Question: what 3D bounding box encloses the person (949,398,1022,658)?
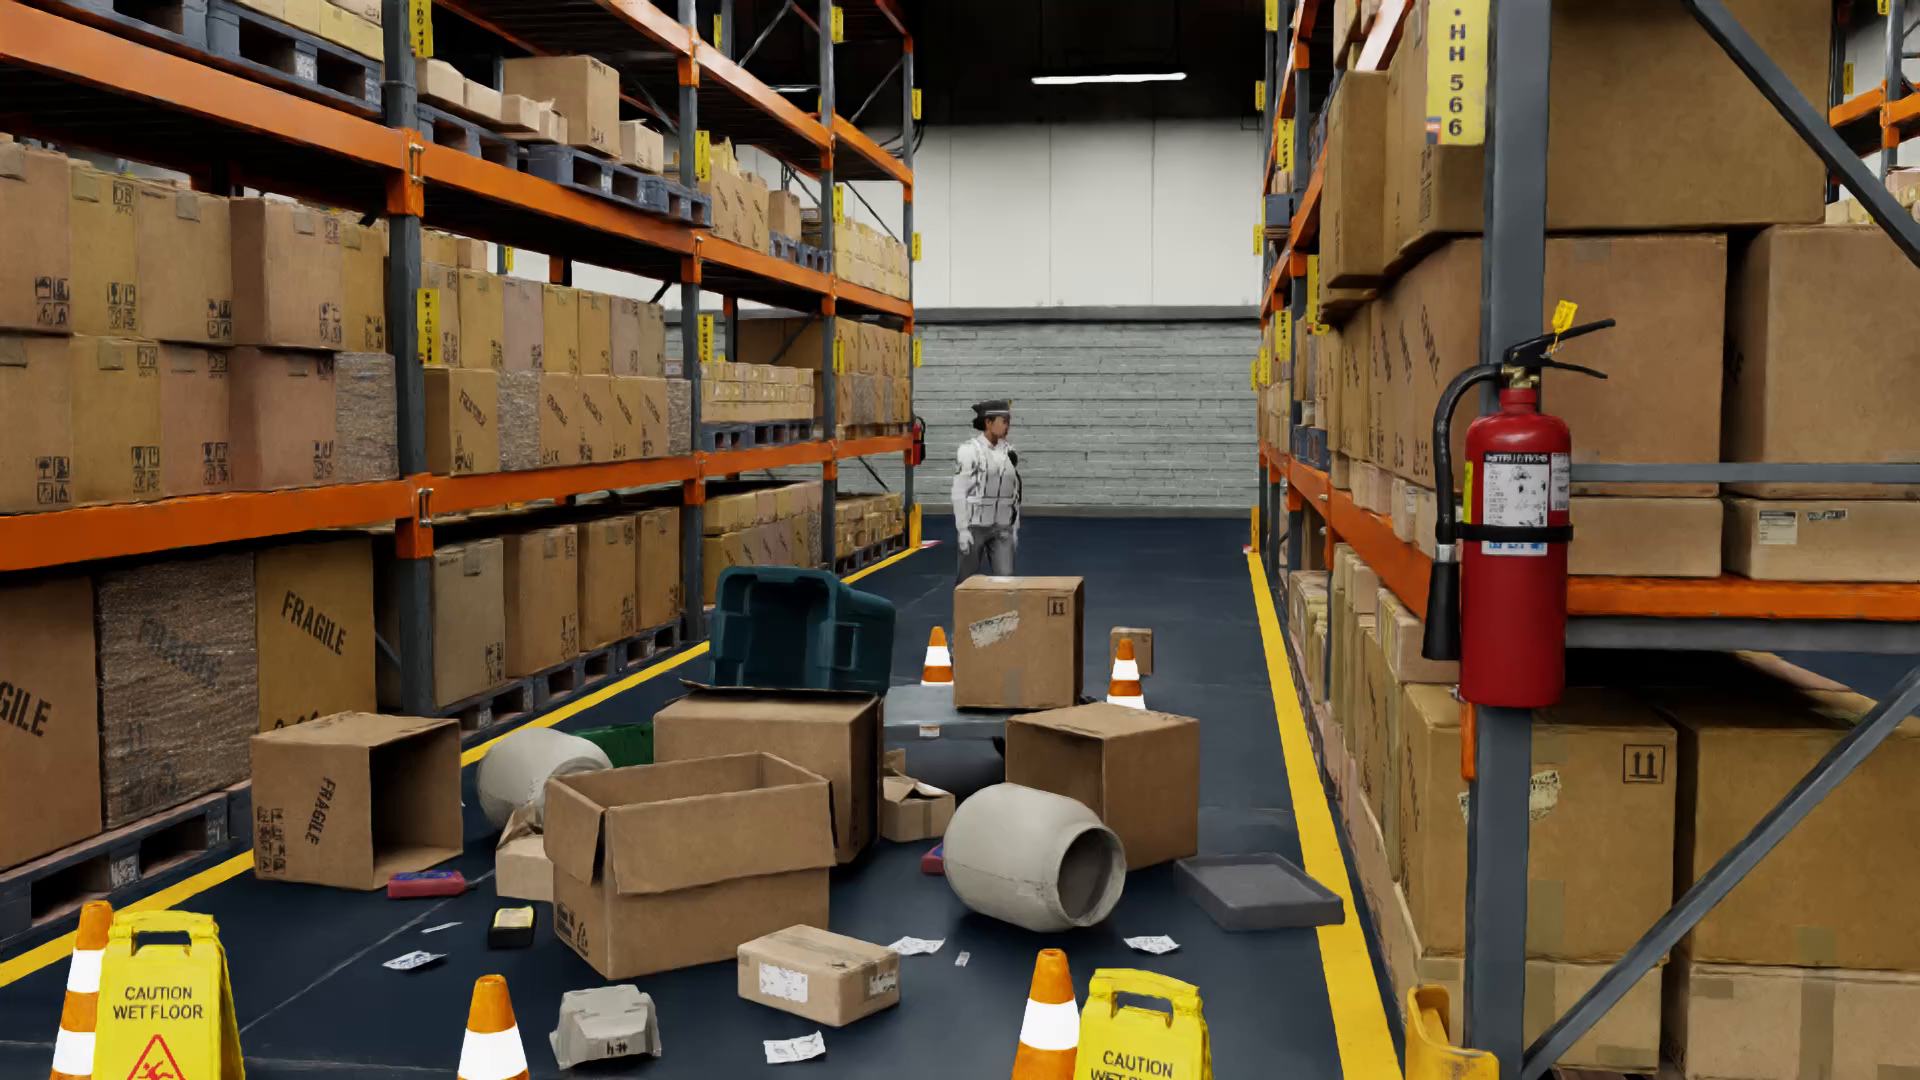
[{"bbox_3d":[0.179,-0.060,10.548,0.497,1.679,0.509,-2,5,-28],"label":"person"}]
